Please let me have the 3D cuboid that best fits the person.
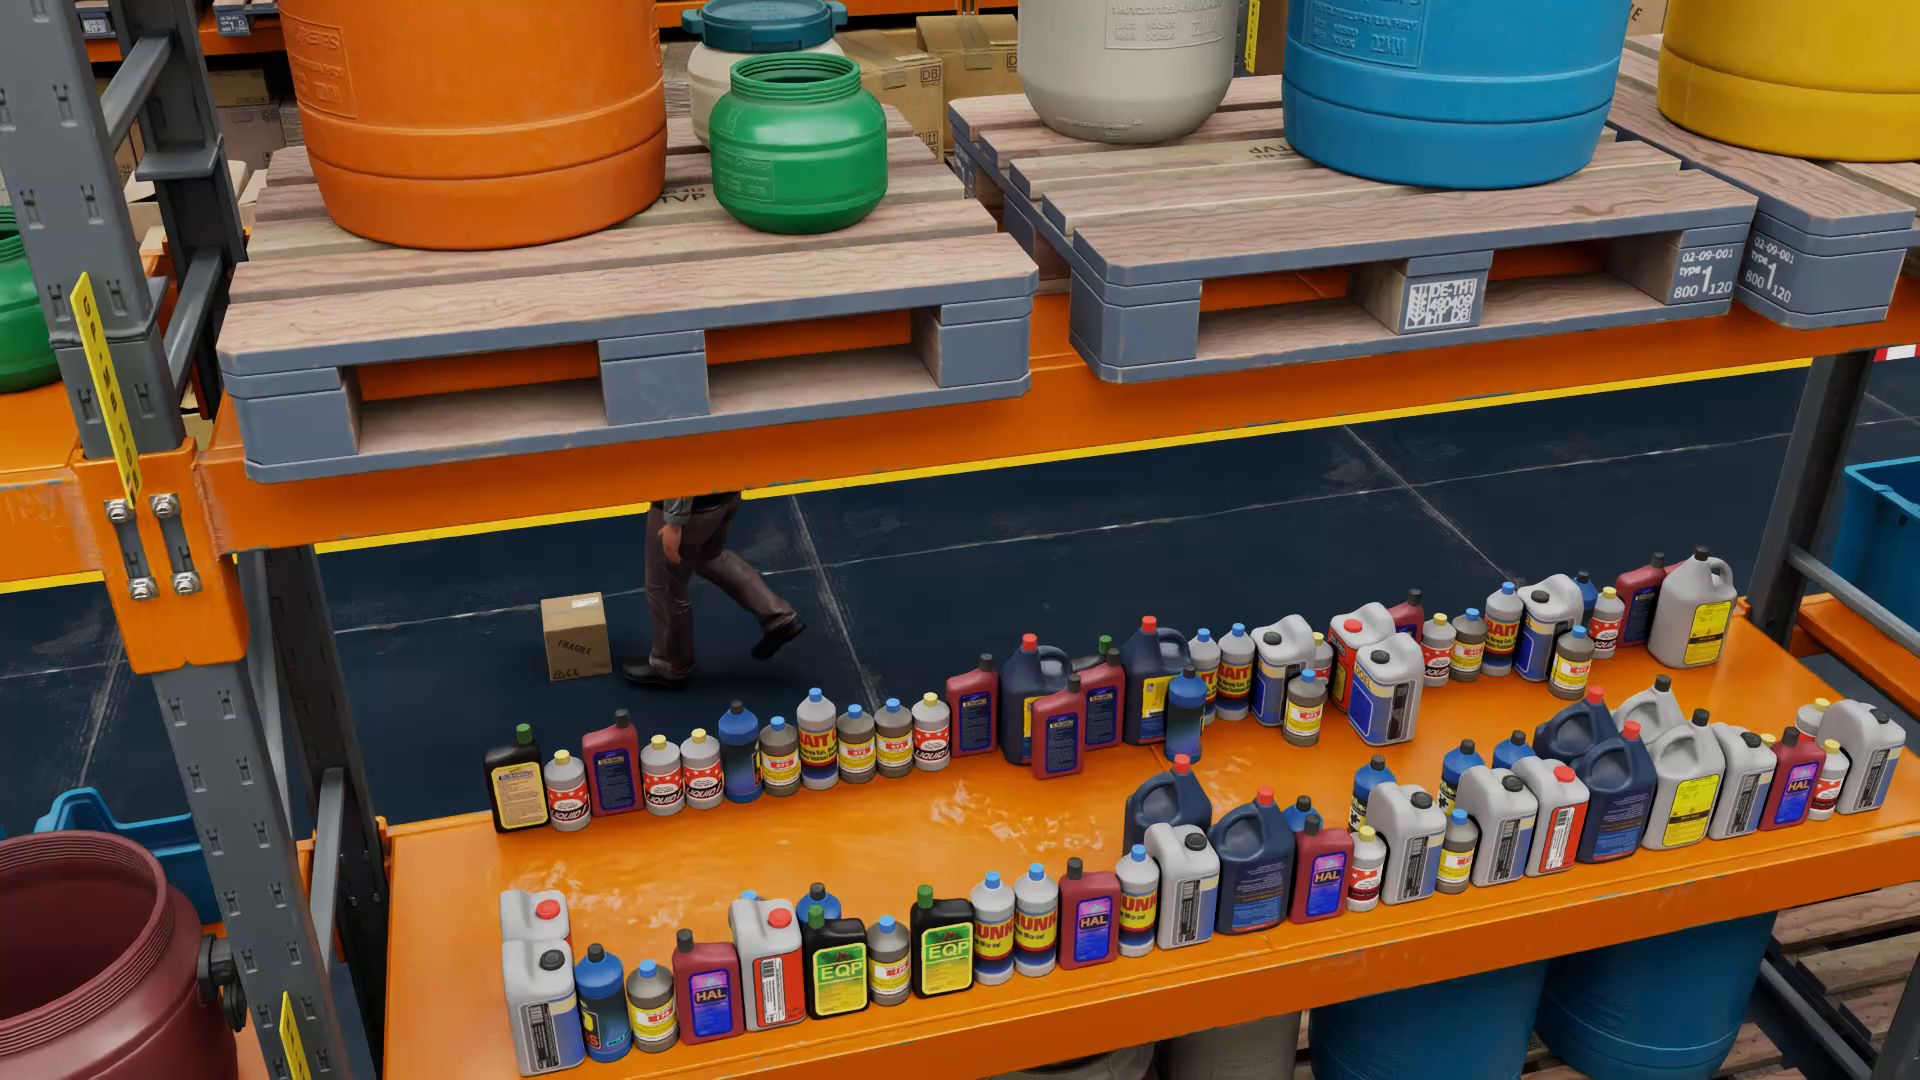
[{"bbox_3d":[-1.018,-0.167,6.442,0.753,1.707,0.555,10,32,17],"label":"person"}]
